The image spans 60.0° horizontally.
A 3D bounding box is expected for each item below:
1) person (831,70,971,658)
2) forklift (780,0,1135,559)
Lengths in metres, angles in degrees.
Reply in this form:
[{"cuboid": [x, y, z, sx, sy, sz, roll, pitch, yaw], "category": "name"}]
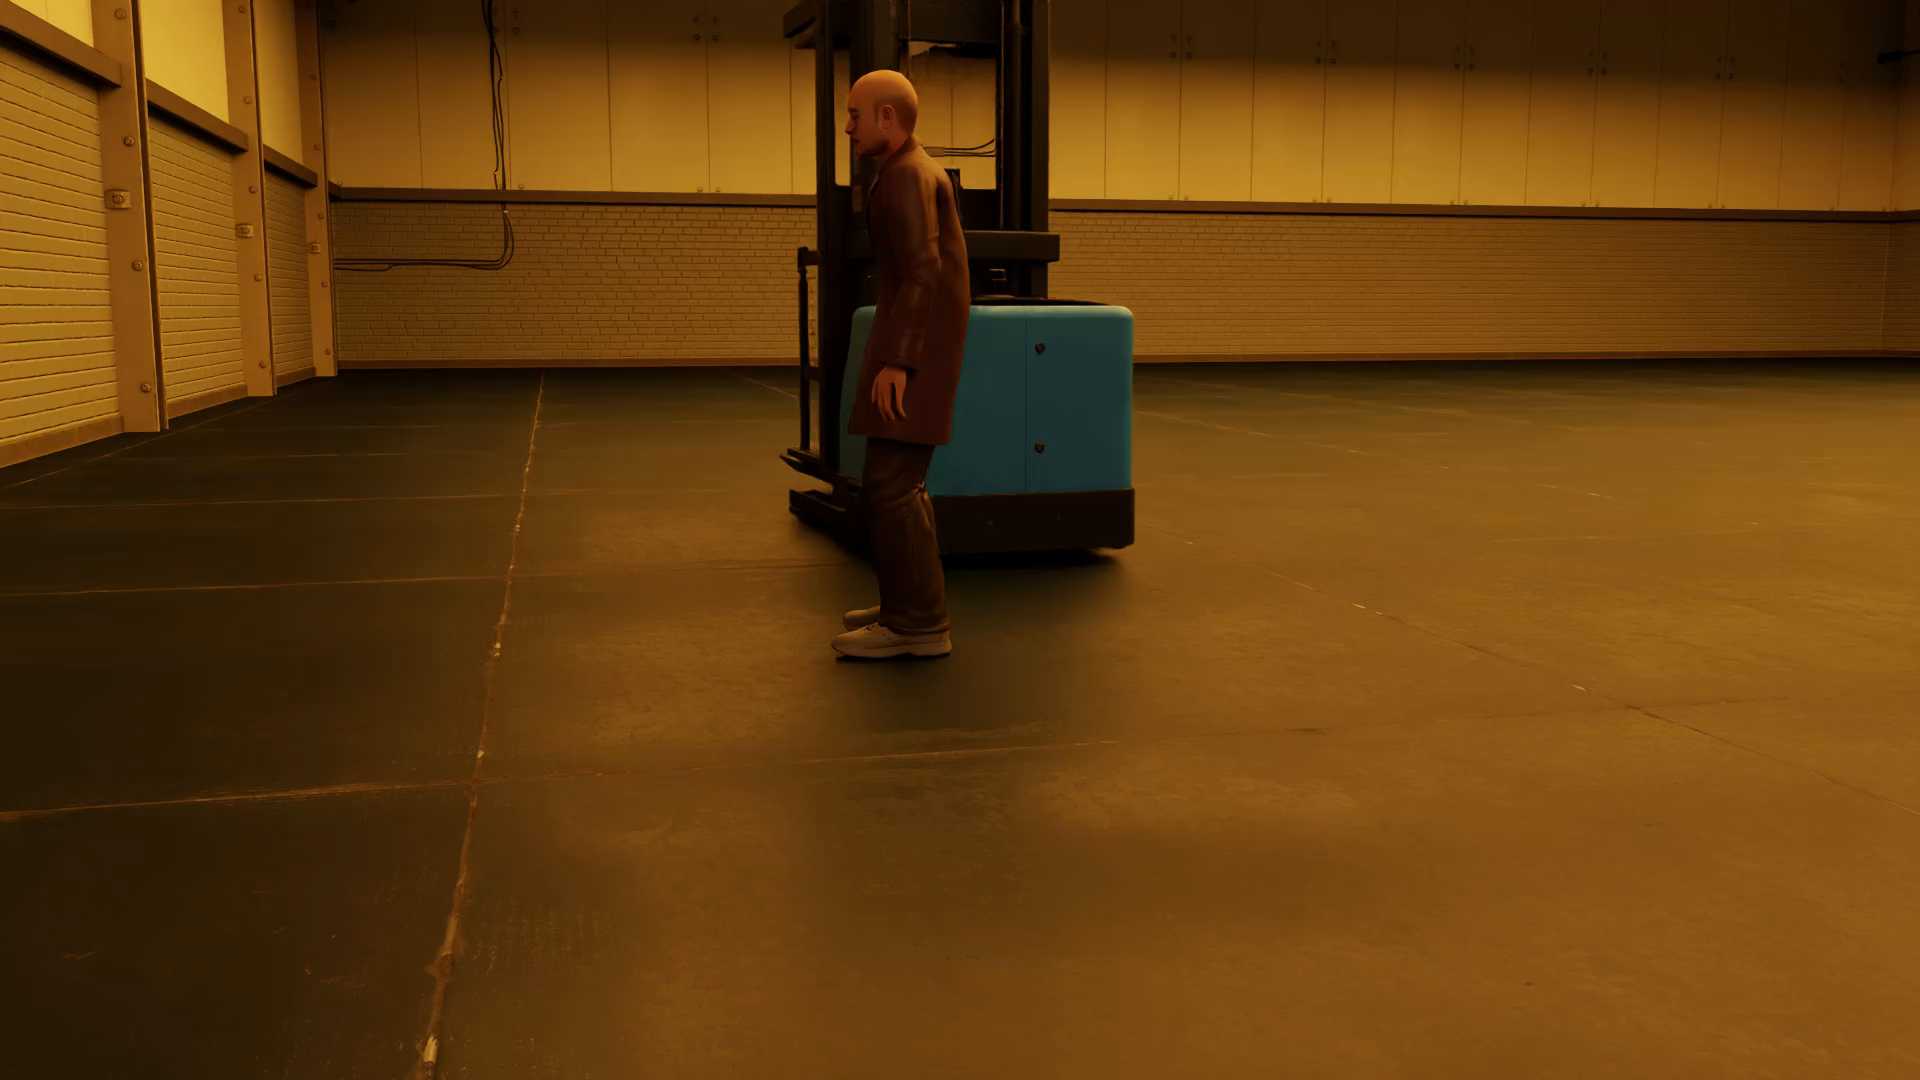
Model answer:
[{"cuboid": [-0.182, -0.534, 5.133, 0.430, 1.772, 0.647, 0, 8, 0], "category": "person"}, {"cuboid": [-0.220, -1.532, 8.081, 1.130, 2.935, 3.031, -3, 8, -19], "category": "forklift"}]
